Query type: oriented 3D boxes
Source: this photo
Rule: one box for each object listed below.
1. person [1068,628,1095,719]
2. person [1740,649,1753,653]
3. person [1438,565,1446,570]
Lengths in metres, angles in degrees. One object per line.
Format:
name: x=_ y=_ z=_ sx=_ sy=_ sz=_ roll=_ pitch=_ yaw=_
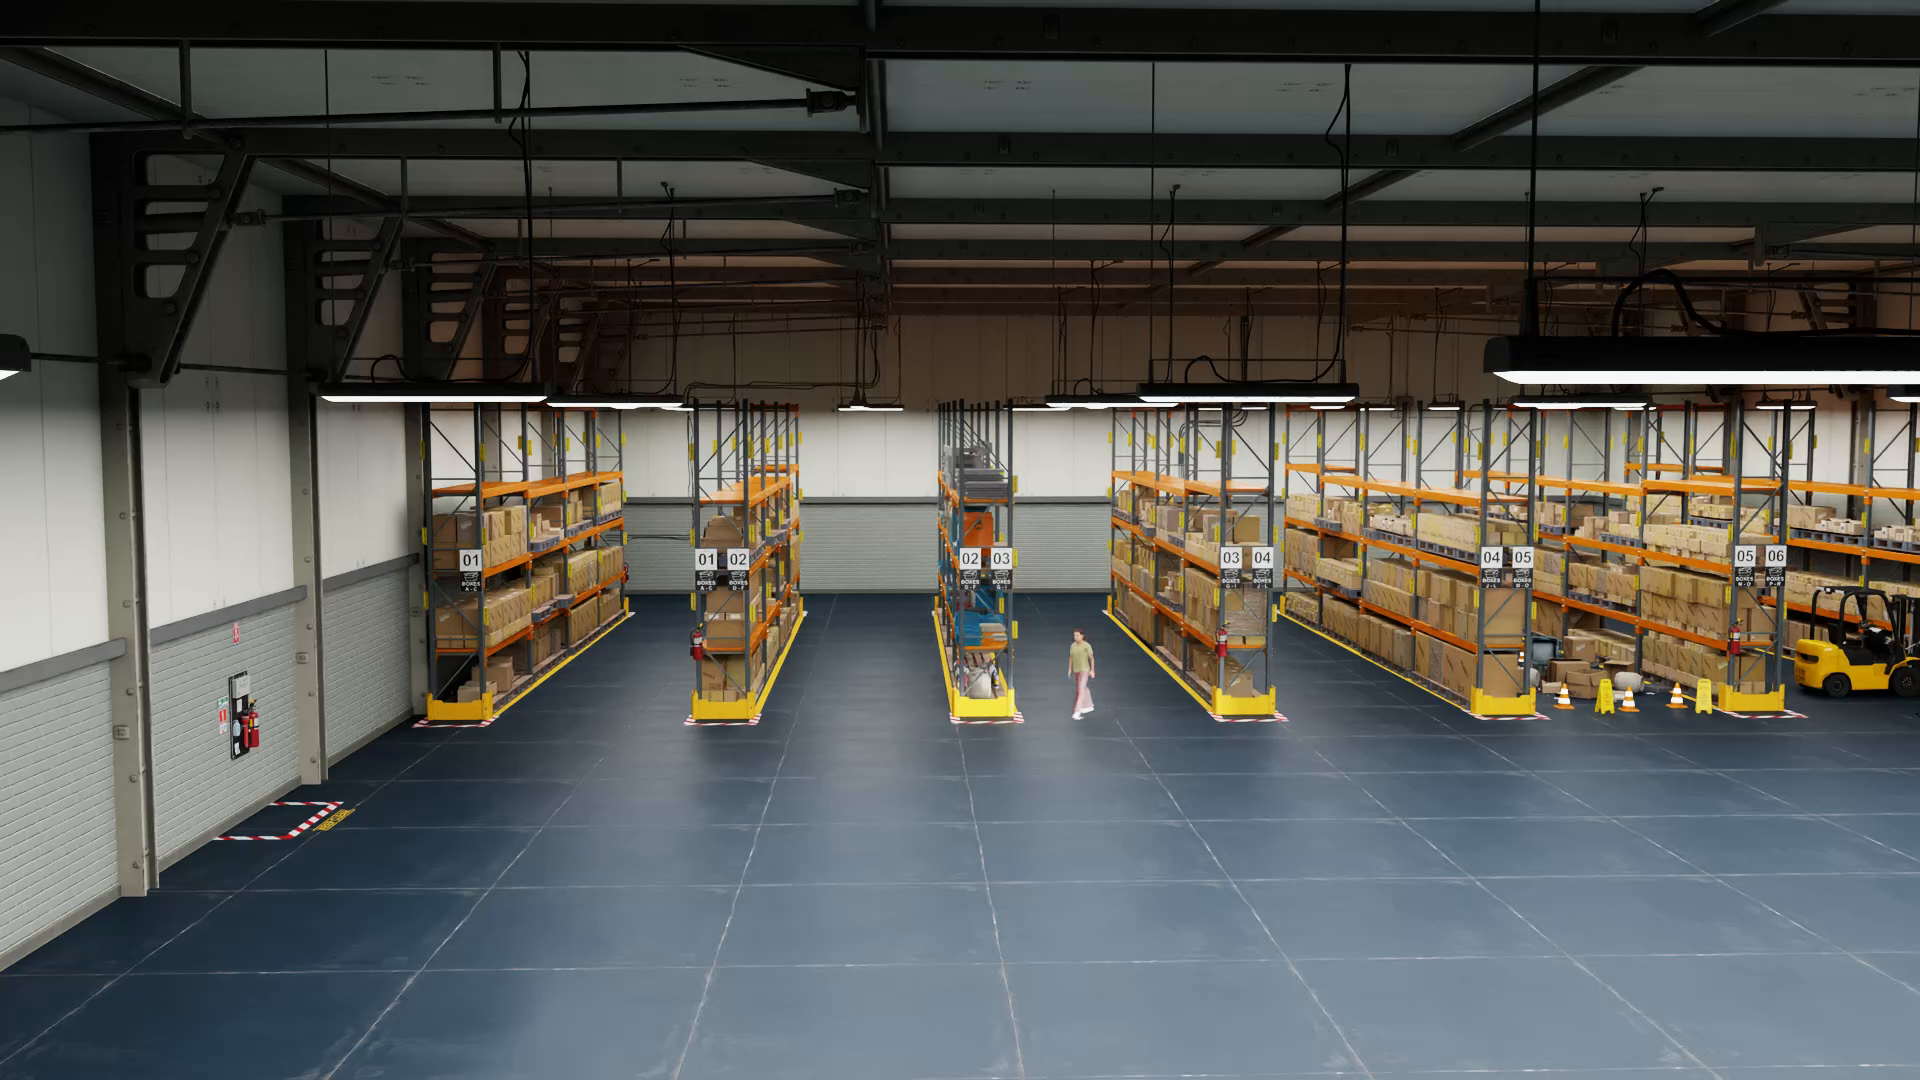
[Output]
person: x=2.272 y=2.509 z=31.509 sx=0.851 sy=1.623 sz=0.494 roll=-4 pitch=6 yaw=-44
person: x=17.003 y=2.203 z=35.992 sx=0.514 sy=1.683 sz=0.613 roll=0 pitch=4 yaw=-6
person: x=13.135 y=1.404 z=45.374 sx=1.185 sy=1.711 sz=0.529 roll=4 pitch=6 yaw=45
